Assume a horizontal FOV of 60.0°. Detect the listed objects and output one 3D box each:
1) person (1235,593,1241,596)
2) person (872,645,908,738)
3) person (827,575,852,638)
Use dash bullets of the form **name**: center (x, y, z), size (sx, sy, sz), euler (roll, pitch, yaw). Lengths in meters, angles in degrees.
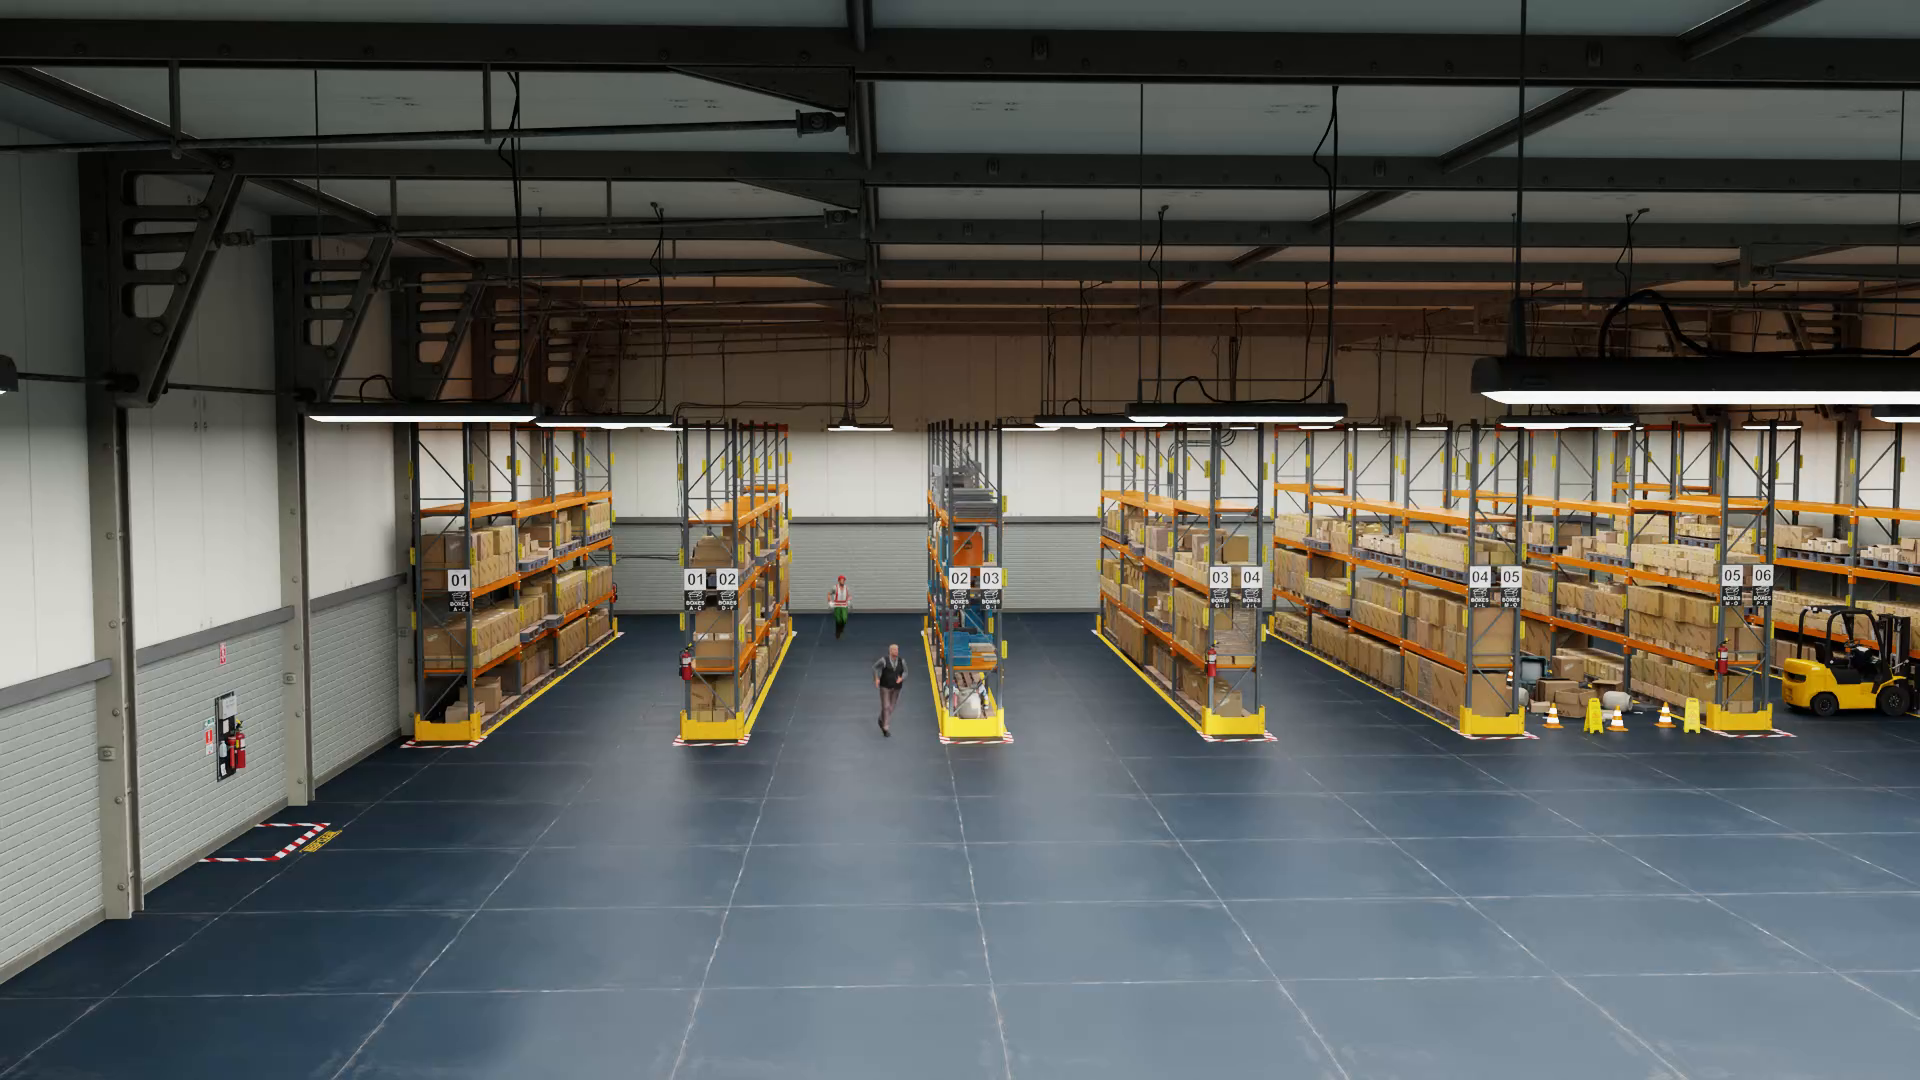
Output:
- **person**: center (7.810, 1.912, 46.285), size (0.663, 1.783, 0.820), euler (0, 4, 4)
- **person**: center (-1.319, 2.855, 31.714), size (0.685, 1.735, 0.885), euler (-1, 4, -21)
- **person**: center (-3.241, 1.830, 45.344), size (0.656, 1.728, 0.550), euler (-1, 4, -19)
